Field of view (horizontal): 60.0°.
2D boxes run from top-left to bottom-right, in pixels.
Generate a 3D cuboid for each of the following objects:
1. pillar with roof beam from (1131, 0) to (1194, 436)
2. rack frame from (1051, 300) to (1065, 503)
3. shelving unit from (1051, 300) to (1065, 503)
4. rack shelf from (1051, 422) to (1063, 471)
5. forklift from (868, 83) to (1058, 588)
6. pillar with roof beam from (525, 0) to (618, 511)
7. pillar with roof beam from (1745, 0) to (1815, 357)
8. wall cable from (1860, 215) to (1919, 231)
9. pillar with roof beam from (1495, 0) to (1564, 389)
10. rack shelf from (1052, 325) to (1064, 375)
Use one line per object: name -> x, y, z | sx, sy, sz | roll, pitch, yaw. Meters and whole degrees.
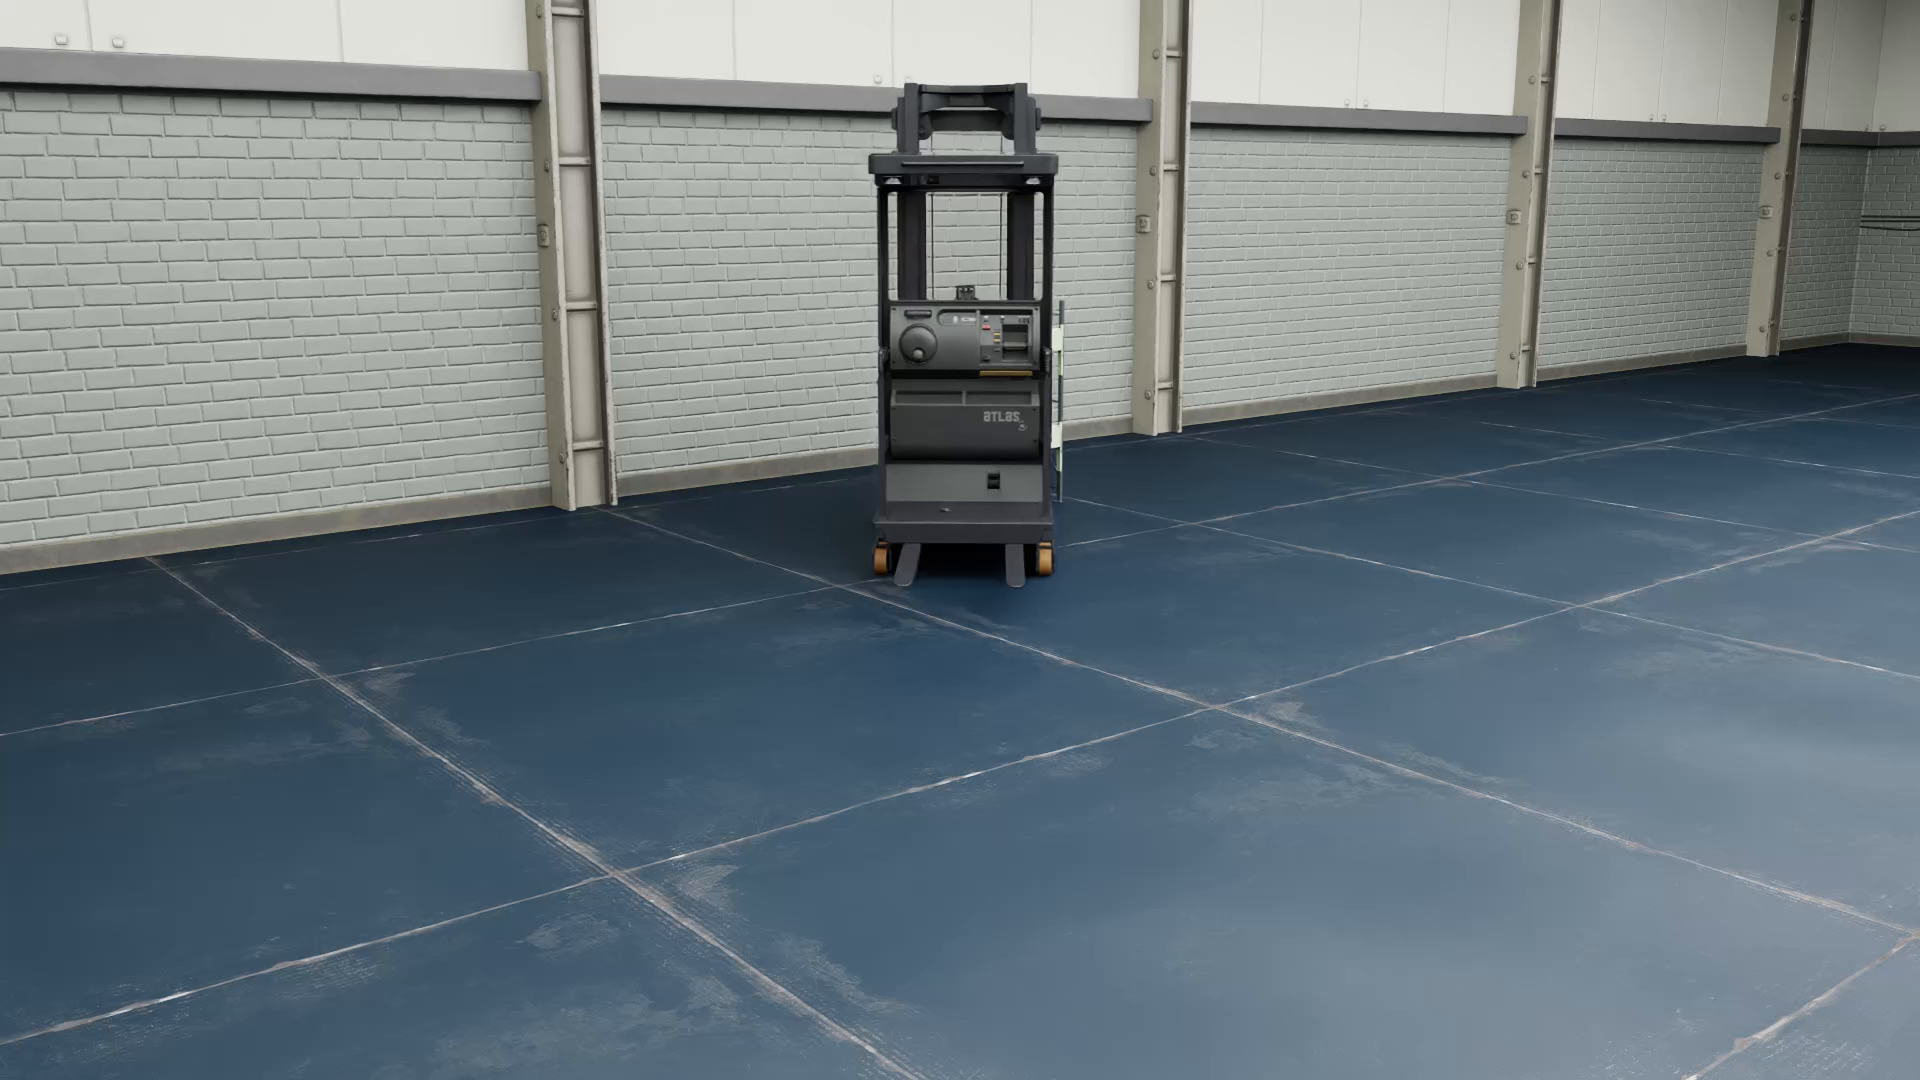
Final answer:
pillar with roof beam -> 4.582, -4.746, 11.813 | 0.400, 9.000, 9.100 | -9, 15, -38
rack frame -> 0.615, -1.043, 12.429 | 0.400, 1.500, 0.023 | 12, 17, 44
shelving unit -> 0.357, -0.989, 12.175 | 0.431, 1.500, 0.755 | 12, 17, 44
rack shelf -> 0.357, -0.670, 12.242 | 0.431, 0.370, 0.720 | 12, 17, 44
forklift -> 0.028, -1.283, 10.115 | 1.130, 2.935, 3.031 | 0, 12, 1
pillar with roof beam -> -0.103, -3.967, 8.146 | 0.400, 9.000, 9.100 | -9, 15, -38
pillar with roof beam -> 13.952, -6.303, 19.146 | 0.400, 9.000, 9.100 | -9, 15, -38
wall cable -> 14.389, -5.650, 23.547 | 0.112, 2.526, 3.097 | -9, 15, -38
pillar with roof beam -> 9.267, -5.524, 15.479 | 0.400, 9.000, 9.100 | -9, 15, -38
rack shelf -> 0.357, -1.371, 12.094 | 0.431, 0.370, 0.720 | 12, 17, 44
